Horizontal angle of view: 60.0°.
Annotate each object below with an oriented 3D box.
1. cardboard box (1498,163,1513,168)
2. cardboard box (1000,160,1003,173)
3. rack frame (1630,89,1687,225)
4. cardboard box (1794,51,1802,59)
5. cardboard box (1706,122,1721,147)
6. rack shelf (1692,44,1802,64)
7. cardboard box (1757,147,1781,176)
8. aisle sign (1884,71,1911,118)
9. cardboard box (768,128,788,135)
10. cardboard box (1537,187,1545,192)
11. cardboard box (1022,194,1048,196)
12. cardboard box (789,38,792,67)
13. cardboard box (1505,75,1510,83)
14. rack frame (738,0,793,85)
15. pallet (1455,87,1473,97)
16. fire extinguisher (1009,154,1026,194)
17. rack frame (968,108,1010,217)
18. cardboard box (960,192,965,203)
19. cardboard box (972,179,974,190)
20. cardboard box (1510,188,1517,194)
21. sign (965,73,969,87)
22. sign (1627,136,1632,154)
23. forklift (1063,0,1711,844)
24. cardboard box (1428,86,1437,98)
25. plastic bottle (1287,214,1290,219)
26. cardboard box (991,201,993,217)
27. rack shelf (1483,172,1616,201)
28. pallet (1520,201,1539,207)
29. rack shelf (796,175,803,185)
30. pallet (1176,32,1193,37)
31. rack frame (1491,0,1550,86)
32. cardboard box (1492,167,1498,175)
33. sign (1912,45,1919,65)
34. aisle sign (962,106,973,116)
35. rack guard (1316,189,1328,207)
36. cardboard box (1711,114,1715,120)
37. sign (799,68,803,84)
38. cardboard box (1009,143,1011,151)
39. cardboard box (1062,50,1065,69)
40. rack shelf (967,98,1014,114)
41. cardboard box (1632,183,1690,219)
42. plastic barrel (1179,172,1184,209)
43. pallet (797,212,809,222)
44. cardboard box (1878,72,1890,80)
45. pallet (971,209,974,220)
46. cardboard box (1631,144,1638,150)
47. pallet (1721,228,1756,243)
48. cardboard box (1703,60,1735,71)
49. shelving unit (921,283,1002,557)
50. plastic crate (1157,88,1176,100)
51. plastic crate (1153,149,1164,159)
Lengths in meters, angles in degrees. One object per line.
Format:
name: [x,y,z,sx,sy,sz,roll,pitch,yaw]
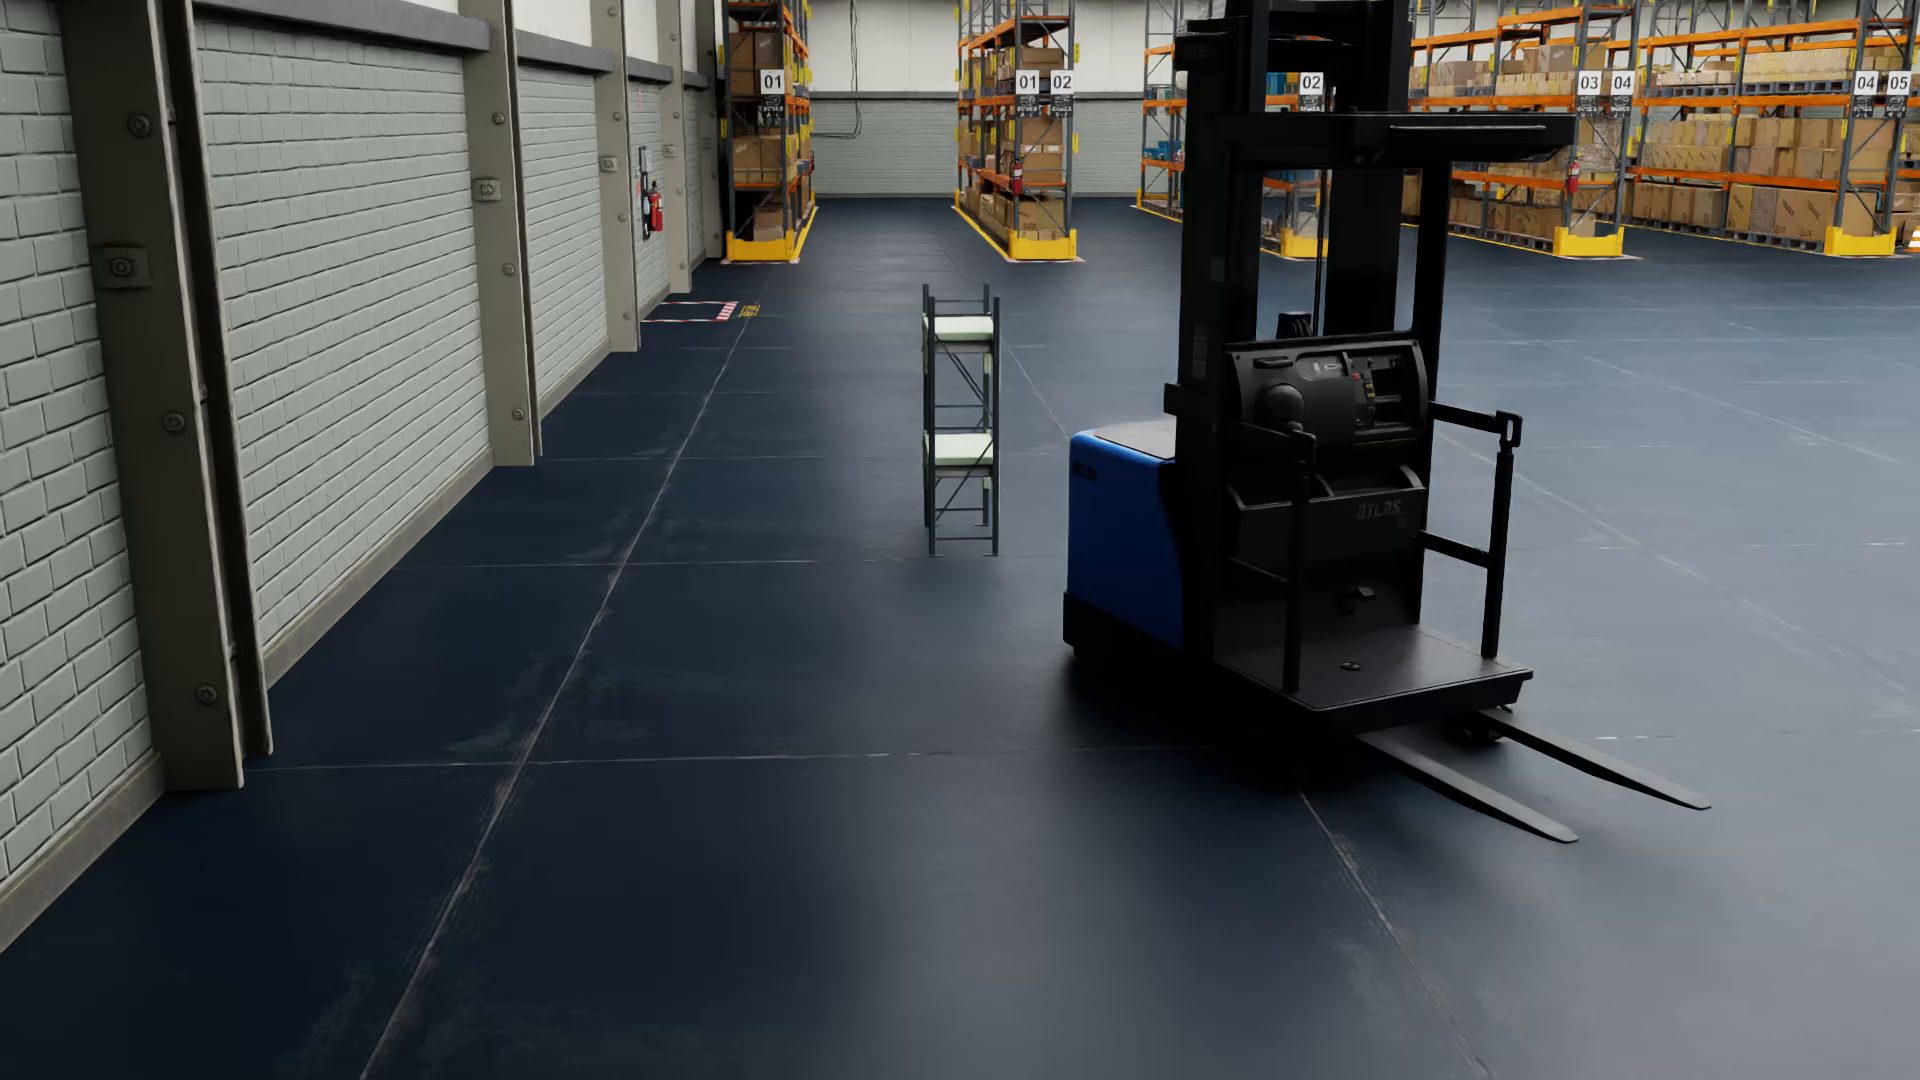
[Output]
cardboard box: [11.051,-7.538,32.506,0.875,0.500,0.500,-1,14,-3]
cardboard box: [0.964,-7.582,33.744,0.396,0.266,0.258,-1,14,-5]
rack frame: [15.798,-8.629,37.546,1.000,3.000,0.127,-1,14,-3]
cardboard box: [15.840,-9.067,31.086,0.380,0.149,0.250,-1,14,-3]
cardboard box: [15.975,-8.419,34.519,0.700,0.500,0.500,-1,14,-4]
rack shelf: [20.361,-12.587,43.132,1.077,0.370,4.000,-1,14,-3]
cardboard box: [16.053,-7.343,32.246,0.875,0.550,0.550,-1,14,-3]
aisle sign: [16.597,-7.886,29.439,0.394,0.787,0.004,-1,14,-3]
cardboard box: [-3.904,-8.759,35.665,0.380,0.149,0.250,-3,15,-13]
cardboard box: [15.143,-9.076,42.966,0.380,0.149,0.250,-2,15,-6]
cardboard box: [1.468,-6.430,32.167,0.500,0.500,0.500,-1,14,-3]
cardboard box: [-3.353,-8.963,30.573,0.500,0.500,0.500,-1,14,-5]
cardboard box: [10.886,-9.006,32.489,0.380,0.149,0.250,-2,15,-6]
rack frame: [-3.742,-10.259,31.841,1.000,3.000,0.127,-1,14,-3]
pallet: [11.090,-9.358,34.735,1.213,0.211,1.003,-1,14,-3]
fire extinguisher: [0.993,-6.362,28.890,0.296,0.674,0.183,-1,14,-3]
rack frame: [0.706,-9.421,40.622,1.000,3.000,0.127,-1,14,-3]
cardboard box: [0.271,-8.909,43.267,0.500,0.250,0.500,-1,14,-3]
cardboard box: [0.555,-8.414,39.336,0.500,0.250,0.500,-1,14,-3]
cardboard box: [15.039,-9.383,44.755,0.380,0.149,0.250,-1,14,-4]
sign: [0.165,-11.114,40.144,0.100,0.325,0.005,-1,14,-3]
sign: [11.878,-7.016,29.538,0.100,0.325,0.005,-1,14,-3]
forklift: [1.587,-0.606,6.499,1.130,2.935,3.031,-7,16,-25]
cardboard box: [10.616,-9.837,36.521,0.500,0.250,0.500,-1,14,-2]
plastic bottle: [6.485,-6.234,32.667,0.144,0.351,0.185,-2,15,-6]
cardboard box: [0.890,-6.671,33.484,0.500,0.311,0.500,-1,14,-3]
rack shelf: [11.213,-6.737,31.636,1.077,0.370,4.000,-1,14,-3]
pallet: [15.395,-8.744,43.589,1.003,0.211,1.213,-1,14,-3]
rack shelf: [-3.866,-7.503,34.611,1.077,0.370,4.000,-1,14,-3]
pallet: [5.732,-11.911,39.443,1.003,0.211,1.213,-1,14,-3]
rack frame: [11.089,-10.489,32.732,1.000,3.000,0.127,-1,14,-3]
cardboard box: [10.805,-7.341,33.043,0.380,0.149,0.250,-1,14,-3]
sign: [16.848,-8.561,29.348,0.100,0.325,0.005,-1,14,-3]
aisle sign: [0.161,-11.687,44.212,0.394,0.787,0.004,-1,14,-3]
rack guard: [10.344,-9.363,45.414,1.175,0.500,0.348,-1,14,-3]
cardboard box: [20.048,-11.152,43.841,0.380,0.149,0.250,-1,14,-3]
sign: [-3.448,-10.060,36.047,0.100,0.325,0.005,-1,14,-3]
cardboard box: [1.125,-7.339,31.027,0.380,0.149,0.250,-1,14,-4]
cardboard box: [1.619,-8.626,30.188,0.500,0.500,0.500,-1,14,-3]
rack shelf: [0.830,-10.028,38.404,1.077,0.370,4.000,-1,14,-3]
cardboard box: [15.746,-7.591,37.180,1.050,0.750,0.750,-1,14,-4]
plastic barrel: [5.667,-8.548,40.598,0.600,0.901,0.708,-1,14,-3]
pallet: [-4.036,-7.498,38.745,1.003,0.211,1.213,-1,14,-3]
cardboard box: [16.592,-8.313,29.757,0.380,0.149,0.250,-1,14,-3]
pallet: [0.794,-7.869,40.185,1.003,0.211,1.213,-1,14,-3]
cardboard box: [15.313,-8.971,37.938,0.380,0.149,0.250,-1,14,-2]
pallet: [16.015,-6.094,33.287,1.003,0.211,1.213,-1,14,-3]
cardboard box: [16.185,-9.954,35.432,0.500,0.500,0.500,-1,14,-3]
shelving unit: [0.000,-0.725,9.833,0.431,1.500,0.755,-1,14,-3]
plastic crate: [5.231,-11.331,42.262,0.437,0.282,0.530,-1,14,-3]
plastic crate: [5.189,-9.971,42.974,0.416,0.233,0.300,-1,14,-3]
